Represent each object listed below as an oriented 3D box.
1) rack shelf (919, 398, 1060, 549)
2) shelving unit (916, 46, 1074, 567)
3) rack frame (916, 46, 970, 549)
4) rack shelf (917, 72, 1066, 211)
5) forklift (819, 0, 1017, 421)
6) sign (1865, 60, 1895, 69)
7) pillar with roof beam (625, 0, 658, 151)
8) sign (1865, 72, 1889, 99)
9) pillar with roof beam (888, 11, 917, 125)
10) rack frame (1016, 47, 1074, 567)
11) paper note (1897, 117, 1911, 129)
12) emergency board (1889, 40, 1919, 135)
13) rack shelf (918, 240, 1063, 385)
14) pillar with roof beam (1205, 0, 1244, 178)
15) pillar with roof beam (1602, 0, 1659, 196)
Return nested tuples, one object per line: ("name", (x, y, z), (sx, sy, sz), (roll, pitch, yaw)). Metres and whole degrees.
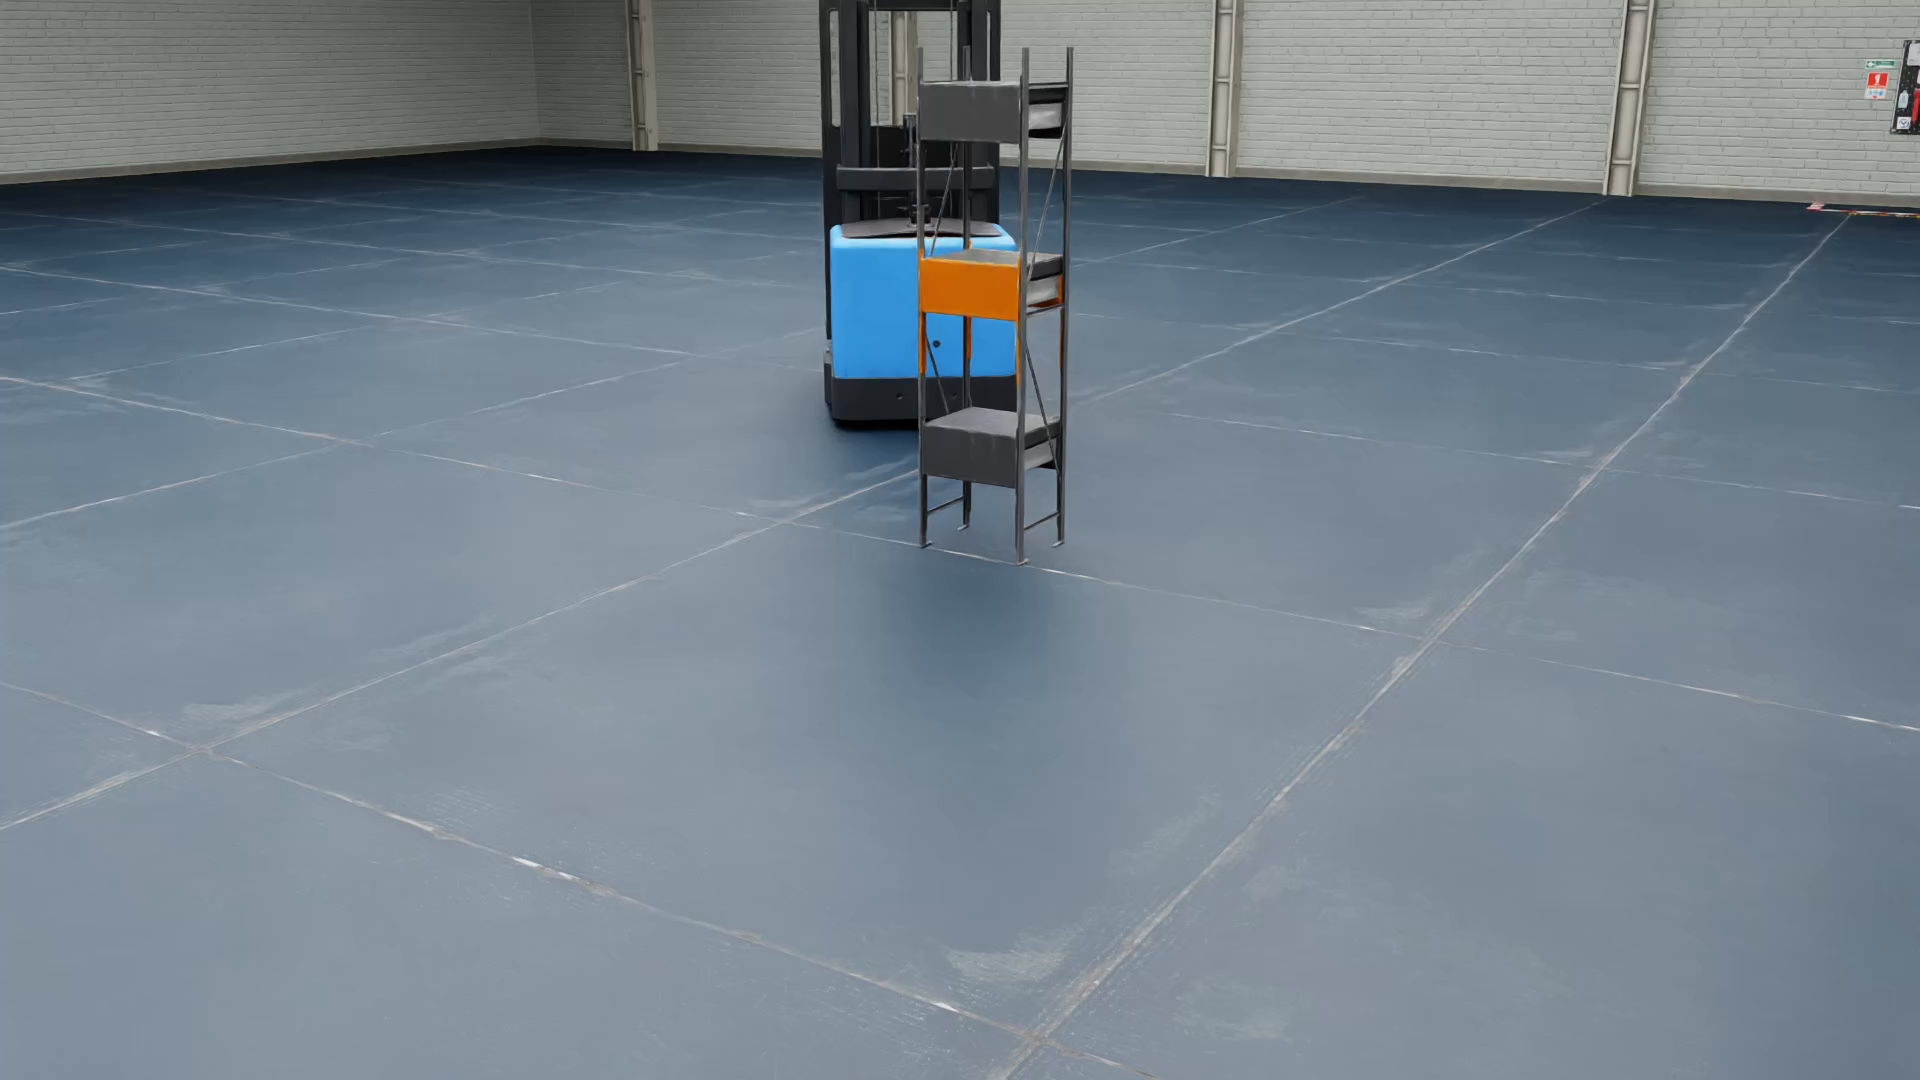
("rack shelf", (0.141, -0.297, 7.201), (0.480, 0.518, 0.431), (10, 20, 30))
("shelving unit", (0.141, -0.979, 6.993), (0.503, 2.100, 0.431), (10, 20, 30))
("rack frame", (-0.067, -1.017, 7.115), (0.015, 2.100, 0.400), (10, 20, 30))
("rack shelf", (0.141, -1.636, 6.794), (0.480, 0.518, 0.431), (10, 20, 30))
("forklift", (-0.323, -2.453, 10.415), (1.130, 2.935, 3.031), (-1, 17, -5))
("sign", (11.844, -6.122, 21.400), (0.331, 0.109, 0.001), (10, 20, 30))
("pillar with roof beam", (-8.356, -10.814, 27.498), (0.400, 9.000, 9.100), (10, 20, 30))
("sign", (11.845, -5.871, 21.486), (0.234, 0.329, 0.001), (10, 20, 30))
("pillar with roof beam", (-3.243, -9.901, 24.493), (0.400, 9.000, 9.100), (10, 20, 30))
("rack frame", (0.349, -0.942, 6.871), (0.015, 2.100, 0.400), (10, 20, 30))
("paper note", (12.147, -5.367, 21.403), (0.142, 0.148, 0.016), (10, 20, 30))
("emergency board", (12.264, -5.750, 21.150), (0.626, 1.169, 0.157), (10, 20, 30))
("rack shelf", (0.141, -0.966, 6.997), (0.480, 0.518, 0.431), (10, 20, 30))
("pillar with roof beam", (1.869, -8.988, 21.489), (0.400, 9.000, 9.100), (10, 20, 30))
("pillar with roof beam", (6.982, -8.076, 18.484), (0.400, 9.000, 9.100), (10, 20, 30))
